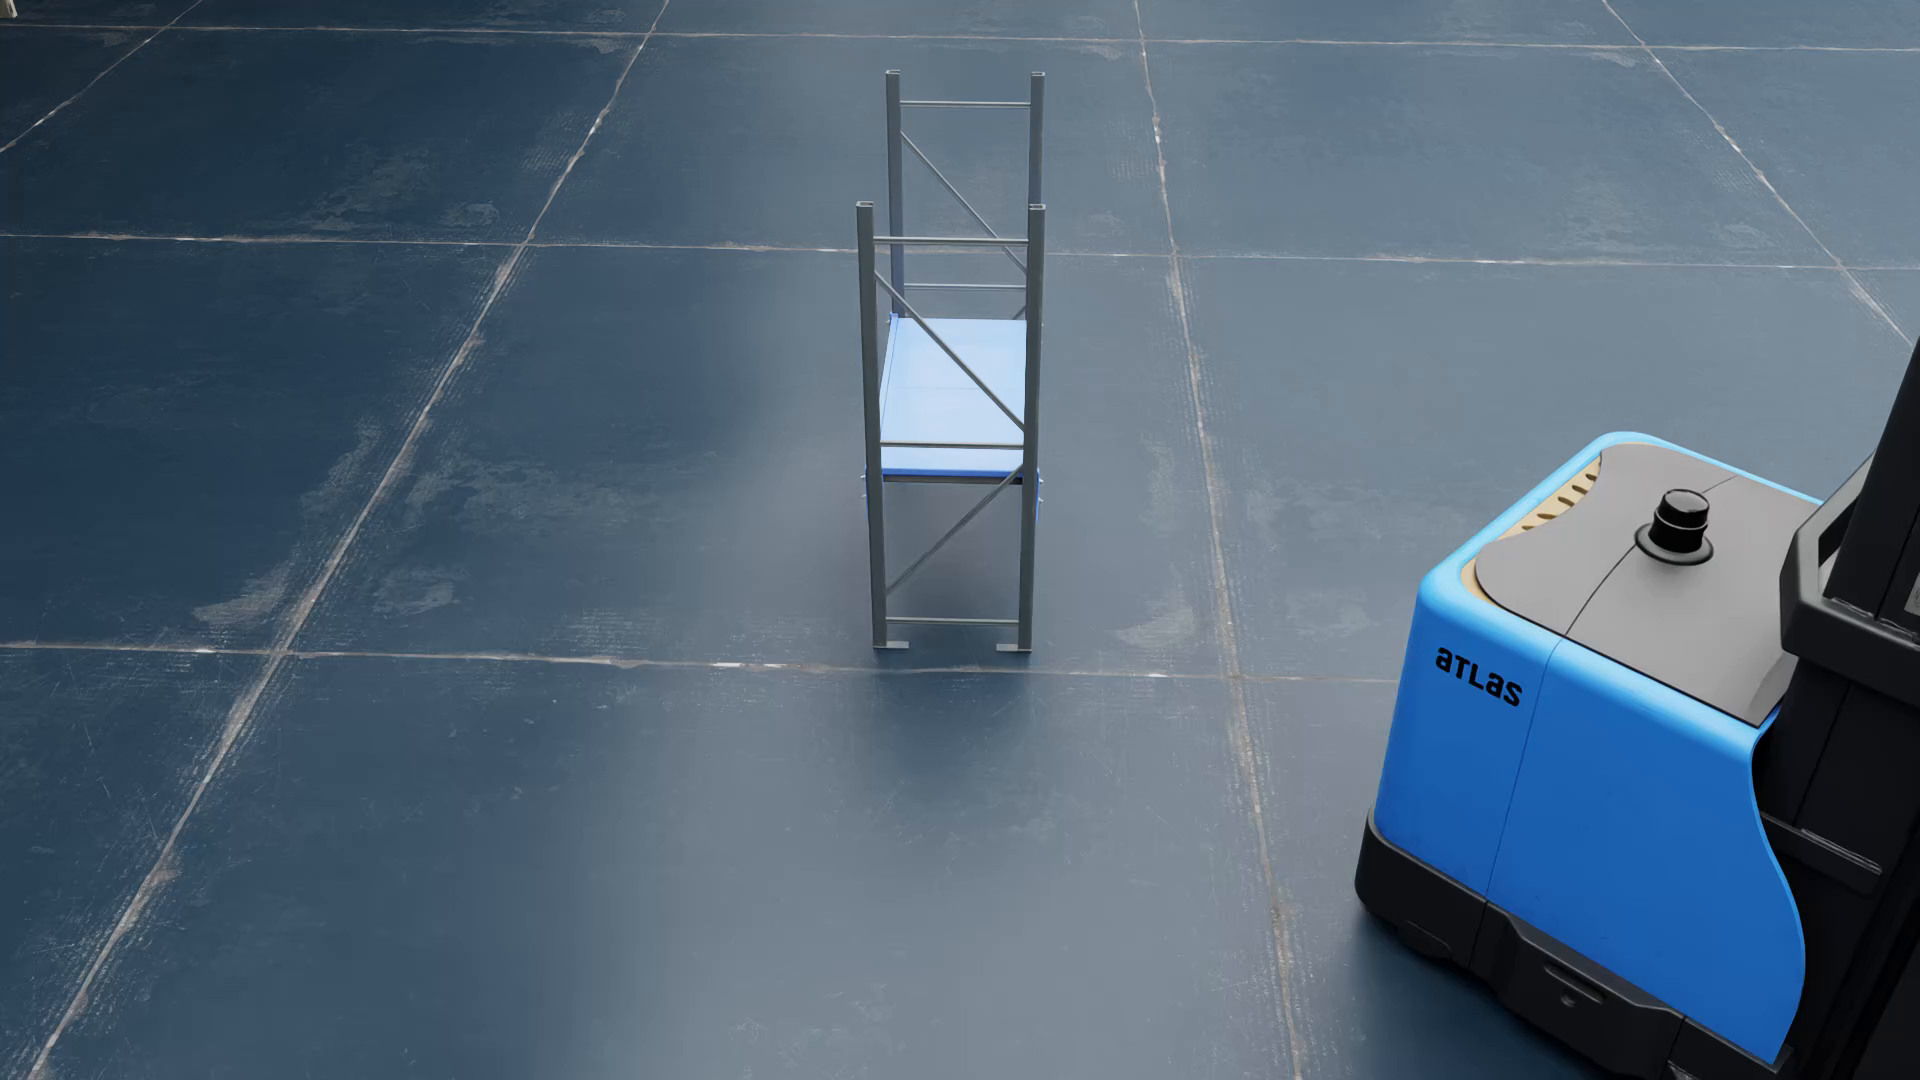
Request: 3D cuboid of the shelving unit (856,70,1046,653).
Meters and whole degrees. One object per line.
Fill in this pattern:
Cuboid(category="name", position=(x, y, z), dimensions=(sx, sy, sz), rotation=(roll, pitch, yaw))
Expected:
Cuboid(category="shelving unit", position=(-0.003, -0.565, 5.249), dimensions=(0.538, 1.500, 1.048), rotation=(1, 35, 2))

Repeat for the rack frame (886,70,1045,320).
Cuboid(category="rack frame", position=(0.017, -0.857, 5.665), dimensions=(0.500, 1.500, 0.032), rotation=(1, 35, 2))

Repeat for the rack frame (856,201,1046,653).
Cuboid(category="rack frame", position=(-0.024, -0.273, 4.833), dimensions=(0.500, 1.500, 0.032), rotation=(1, 35, 2))

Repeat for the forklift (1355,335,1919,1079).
Cuboid(category="forklift", position=(2.436, 0.162, 2.970), dimensions=(3.031, 2.935, 1.130), rotation=(29, 44, 35))

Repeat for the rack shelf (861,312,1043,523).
Cuboid(category="rack shelf", position=(-0.003, -0.417, 5.352), dimensions=(0.538, 0.185, 1.000), rotation=(1, 35, 2))

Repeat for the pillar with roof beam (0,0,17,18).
Cuboid(category="pillar with roof beam", position=(-1.776, -6.770, 7.557), dimensions=(9.100, 9.000, 0.400), rotation=(1, 35, 2))
